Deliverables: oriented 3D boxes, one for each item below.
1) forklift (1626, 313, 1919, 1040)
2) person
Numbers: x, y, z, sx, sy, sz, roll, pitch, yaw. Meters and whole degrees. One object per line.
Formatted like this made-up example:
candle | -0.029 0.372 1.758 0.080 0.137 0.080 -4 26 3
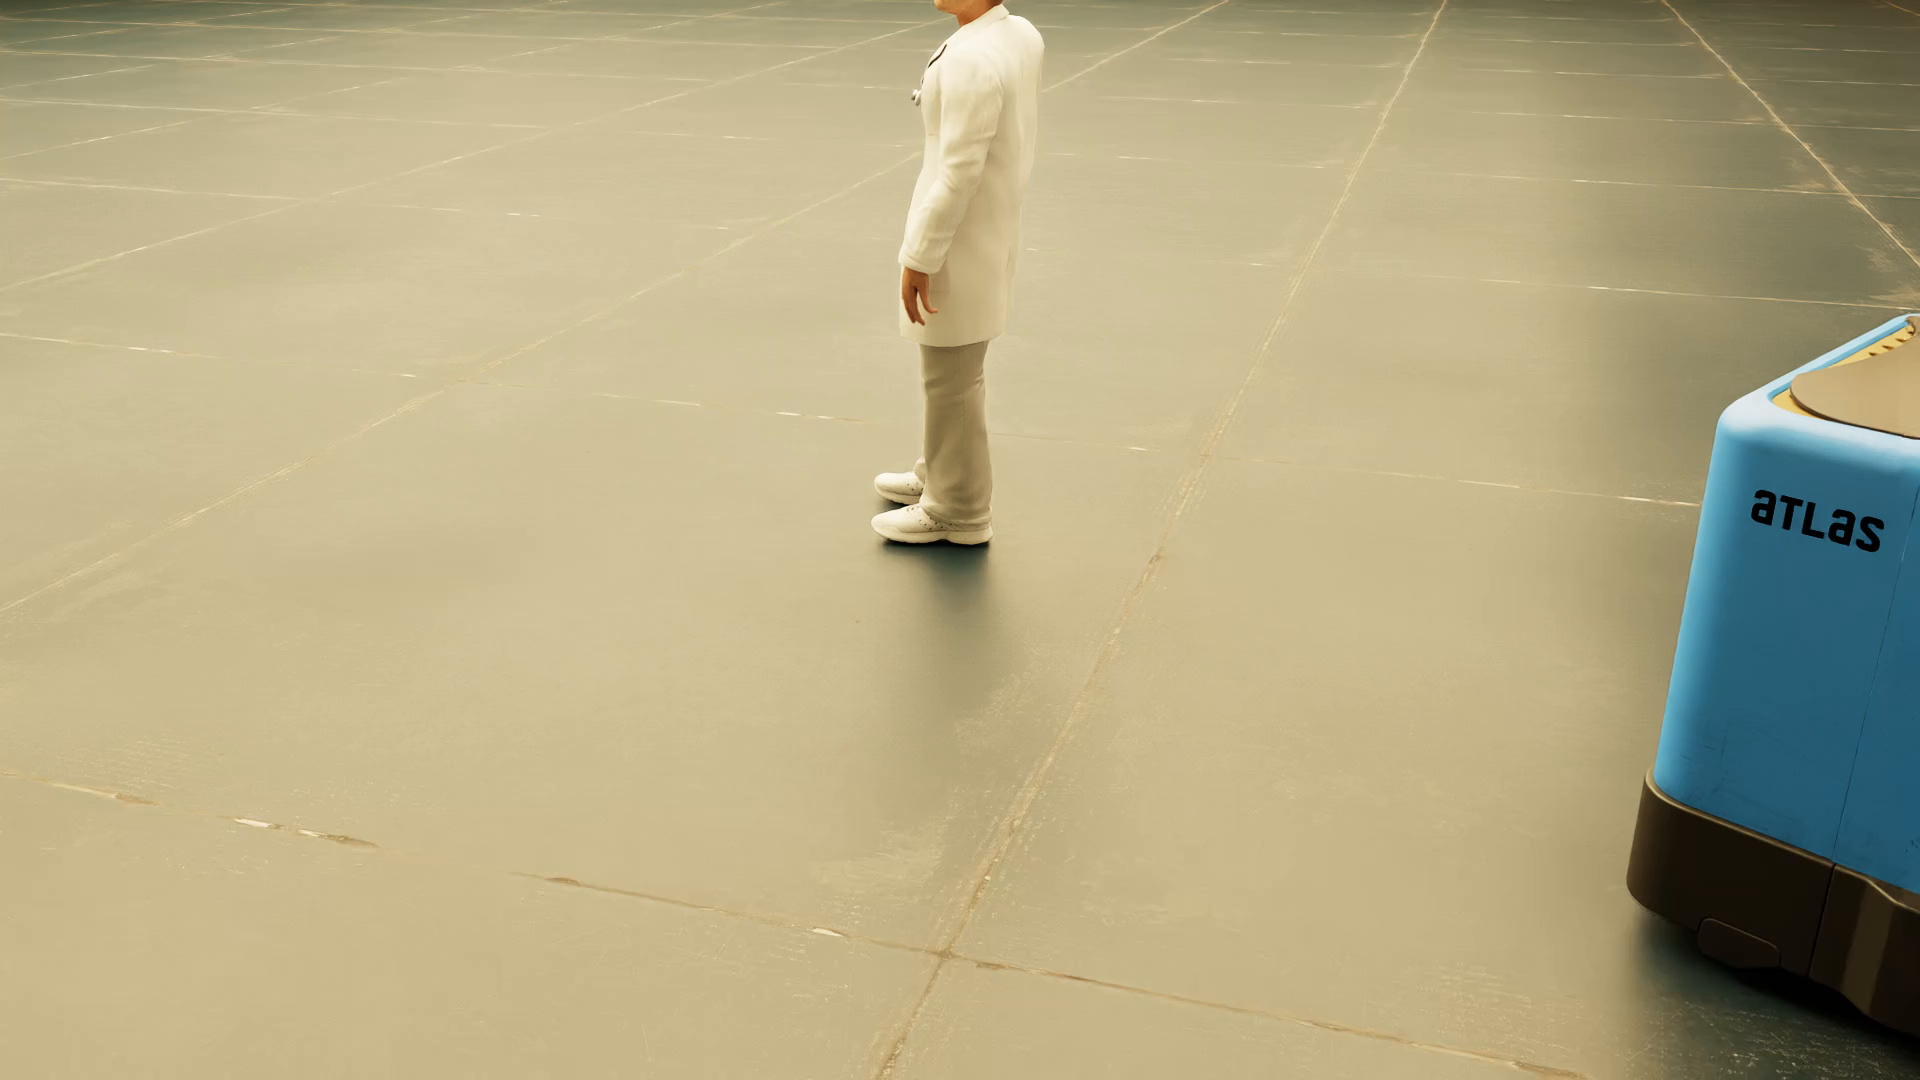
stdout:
forklift | 2.702 -0.325 2.066 1.130 2.935 3.031 -20 30 -40
person | -0.086 -0.840 4.807 0.578 1.778 0.696 7 23 16
